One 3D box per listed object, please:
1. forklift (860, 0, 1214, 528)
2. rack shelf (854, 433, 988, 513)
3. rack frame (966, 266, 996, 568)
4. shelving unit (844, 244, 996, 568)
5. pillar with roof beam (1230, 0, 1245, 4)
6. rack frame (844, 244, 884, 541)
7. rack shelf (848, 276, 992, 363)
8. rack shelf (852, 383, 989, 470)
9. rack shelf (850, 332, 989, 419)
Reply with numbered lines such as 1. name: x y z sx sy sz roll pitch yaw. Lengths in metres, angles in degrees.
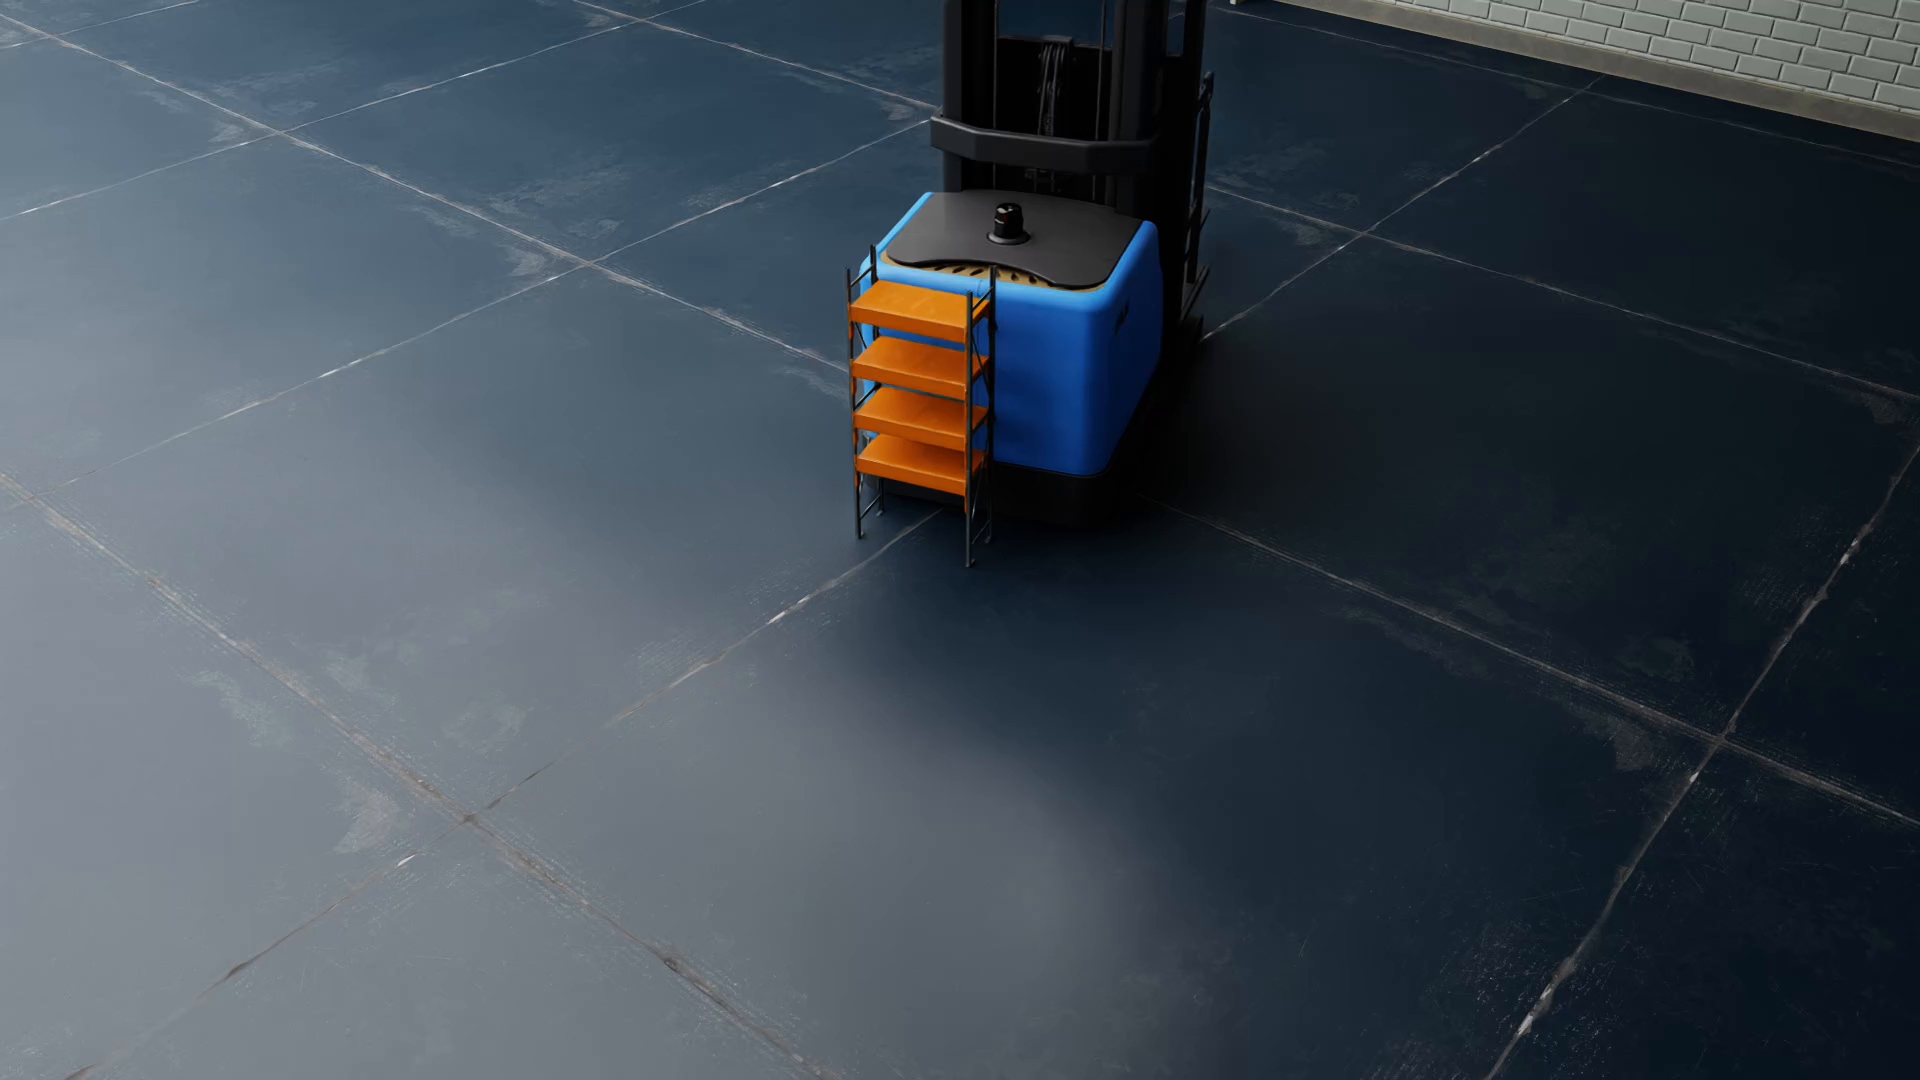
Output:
1. forklift: 0.546 -2.088 7.201 1.130 2.935 3.031 11 36 15
2. rack shelf: -0.146 -0.283 6.571 0.480 0.148 0.258 14 37 19
3. rack frame: 0.078 -0.447 6.341 0.015 1.200 0.240 14 37 19
4. shelving unit: -0.146 -0.502 6.421 0.503 1.200 0.258 14 37 19
5. pillar with roof beam: -0.699 -6.069 7.639 0.400 9.000 9.100 25 42 32
6. rack frame: -0.370 -0.556 6.500 0.015 1.200 0.240 14 37 19
7. rack shelf: -0.146 -0.826 6.198 0.480 0.148 0.258 14 37 19
8. rack shelf: -0.146 -0.446 6.459 0.480 0.148 0.258 14 37 19
9. rack shelf: -0.146 -0.631 6.332 0.480 0.148 0.258 14 37 19
